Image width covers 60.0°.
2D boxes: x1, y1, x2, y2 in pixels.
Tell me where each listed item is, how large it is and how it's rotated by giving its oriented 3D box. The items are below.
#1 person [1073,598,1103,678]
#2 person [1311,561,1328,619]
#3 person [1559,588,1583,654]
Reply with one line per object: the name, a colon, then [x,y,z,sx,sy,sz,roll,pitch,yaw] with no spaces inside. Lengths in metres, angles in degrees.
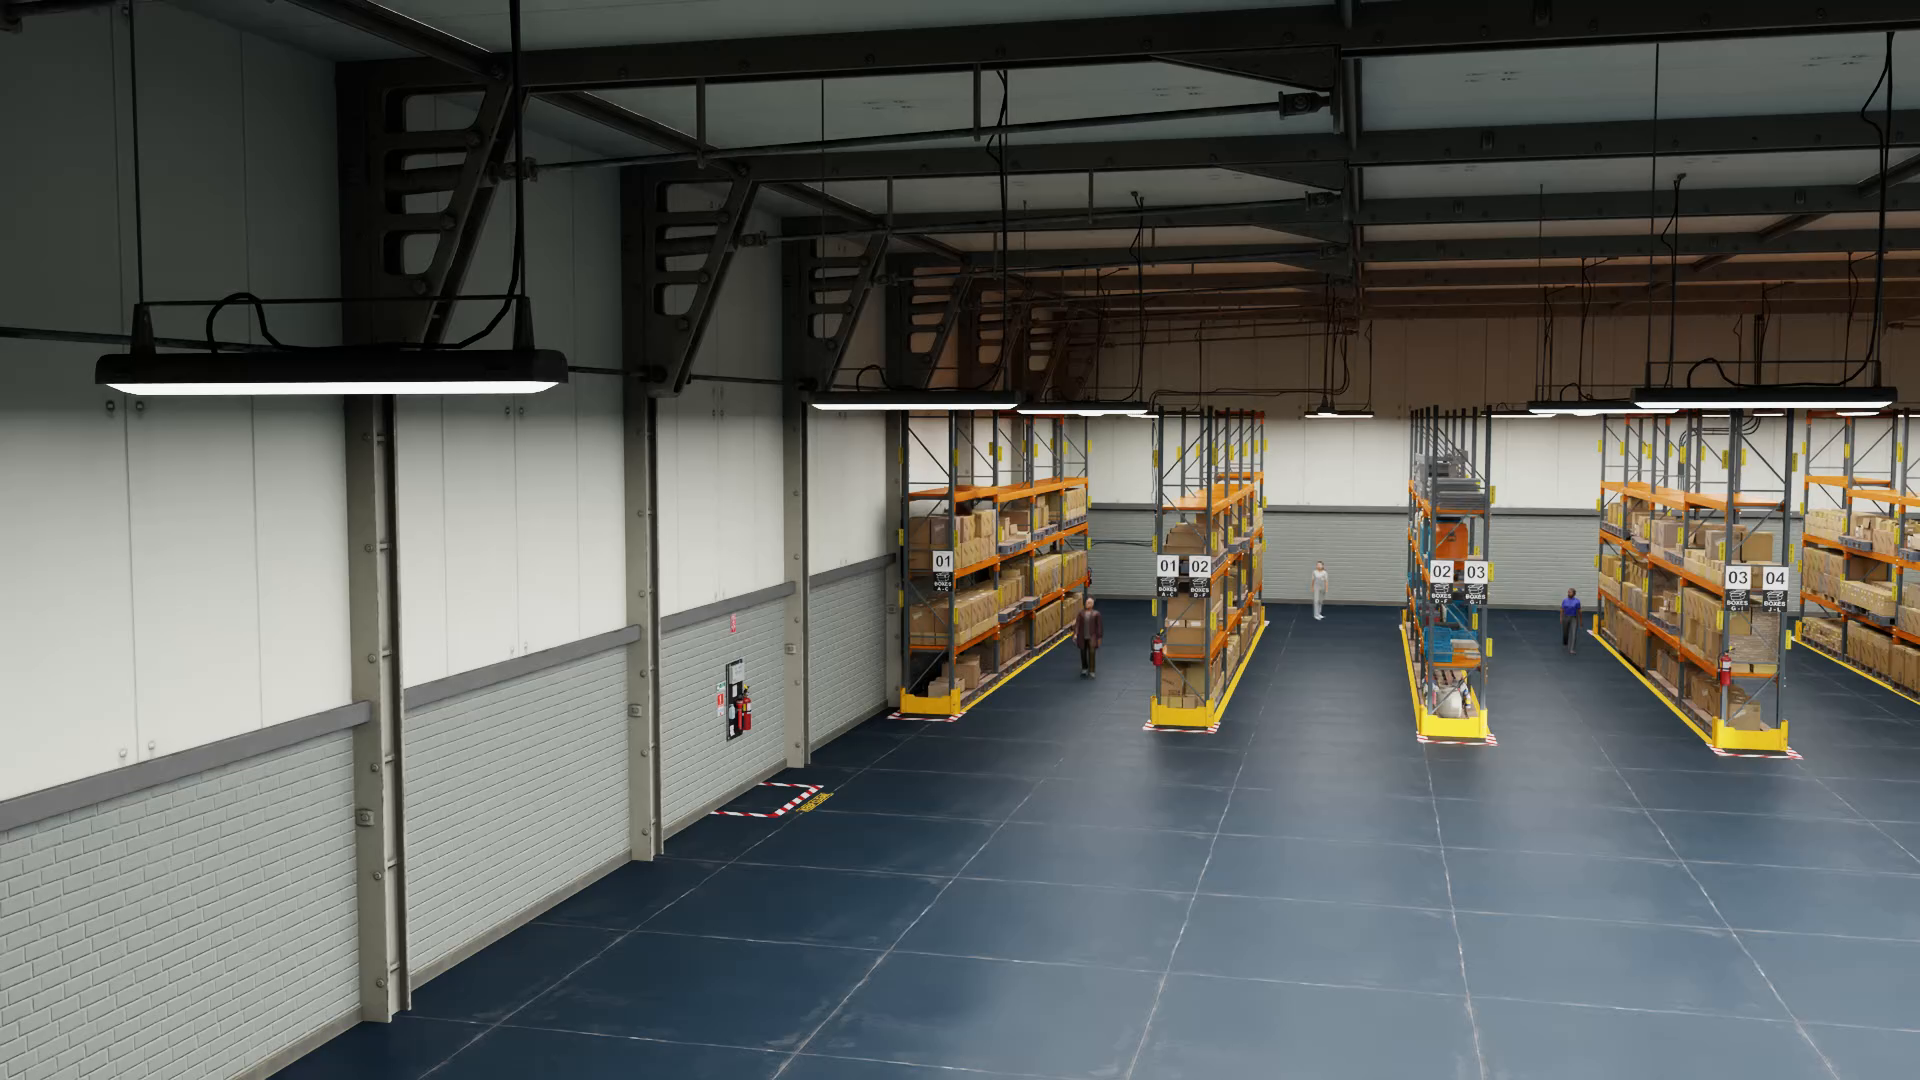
person: [2.850,2.172,37.058,0.670,1.714,1.078,0,4,6]
person: [10.408,1.449,48.022,0.467,1.662,0.615,-1,4,-10]
person: [15.045,1.980,40.948,0.546,1.612,0.928,1,4,19]
